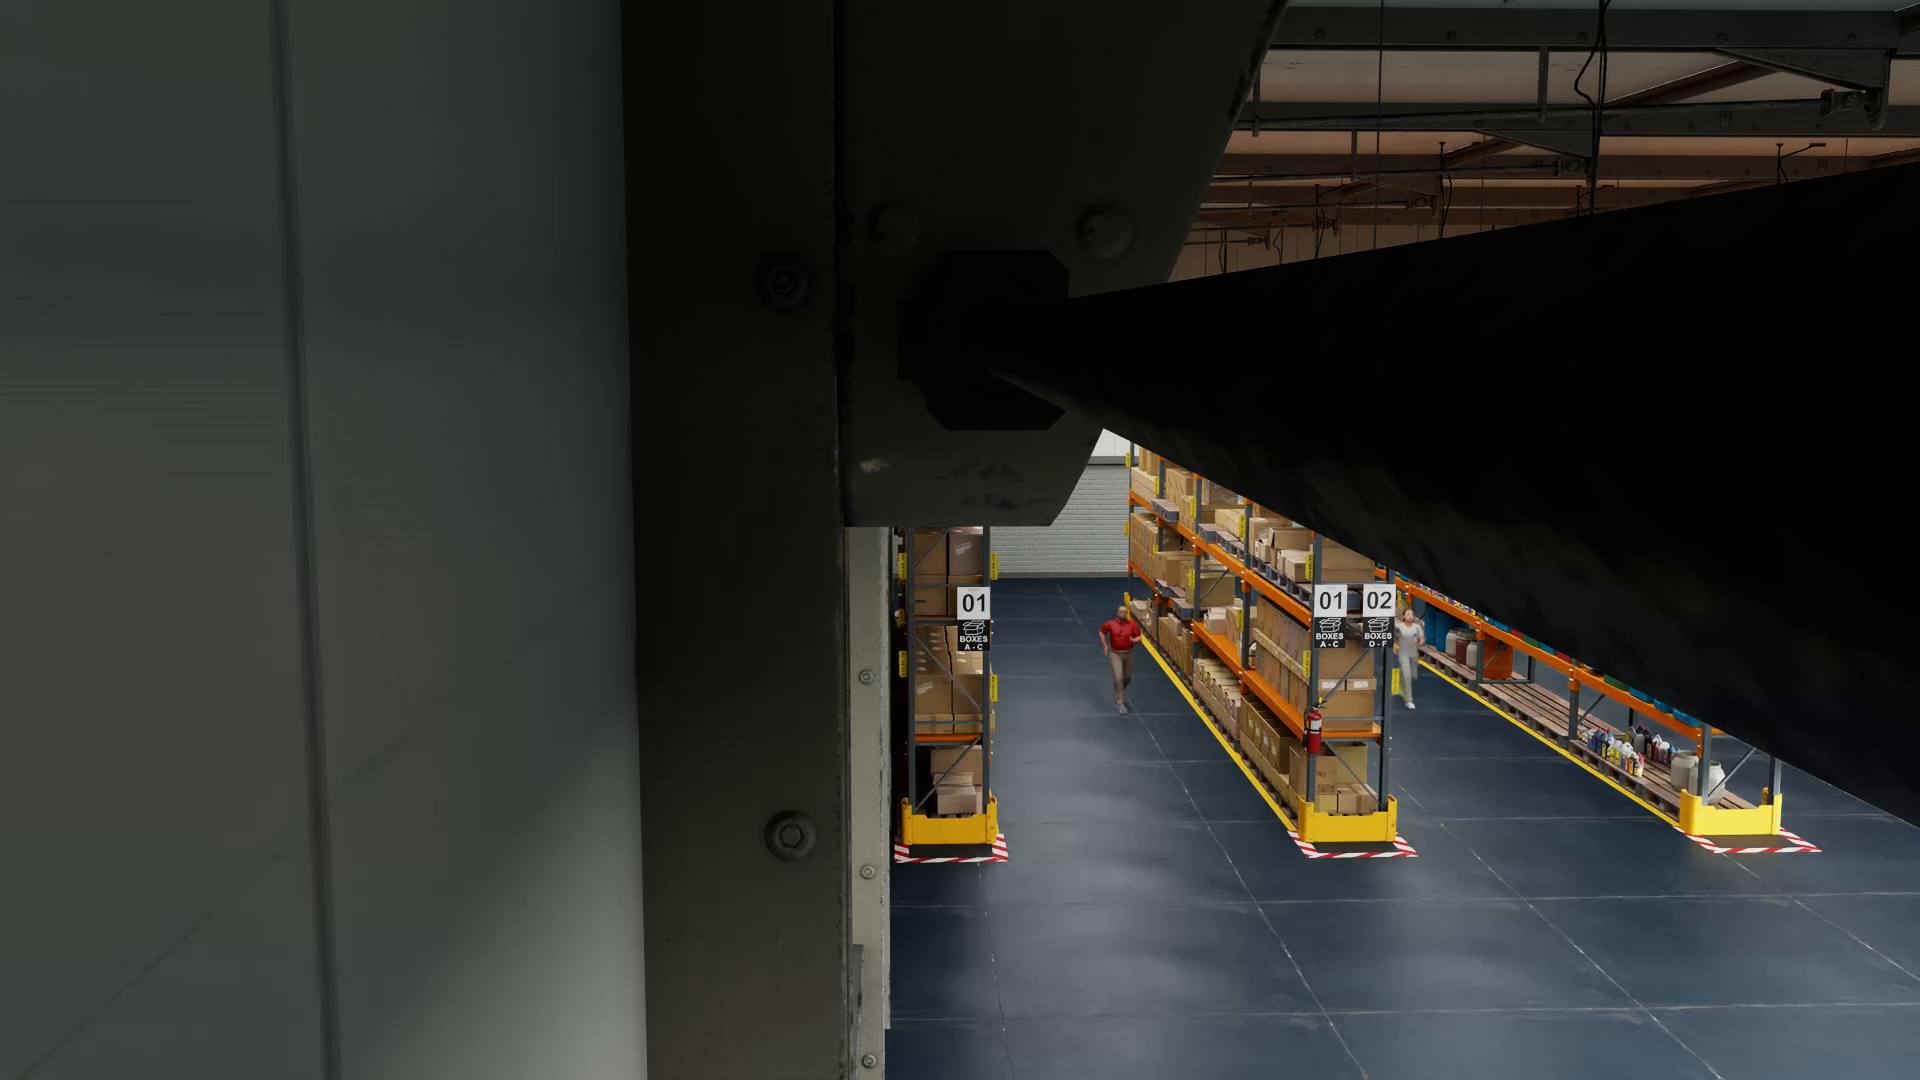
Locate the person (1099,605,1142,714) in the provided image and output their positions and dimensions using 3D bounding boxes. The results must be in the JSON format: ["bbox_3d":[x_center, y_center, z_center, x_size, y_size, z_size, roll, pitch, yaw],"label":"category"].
[{"bbox_3d":[2.679,1.933,27.549,0.662,1.716,0.989,-1,7,-11],"label":"person"}]

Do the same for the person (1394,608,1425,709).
[{"bbox_3d":[7.481,1.943,27.842,0.575,1.643,0.904,-1,7,-4],"label":"person"}]
